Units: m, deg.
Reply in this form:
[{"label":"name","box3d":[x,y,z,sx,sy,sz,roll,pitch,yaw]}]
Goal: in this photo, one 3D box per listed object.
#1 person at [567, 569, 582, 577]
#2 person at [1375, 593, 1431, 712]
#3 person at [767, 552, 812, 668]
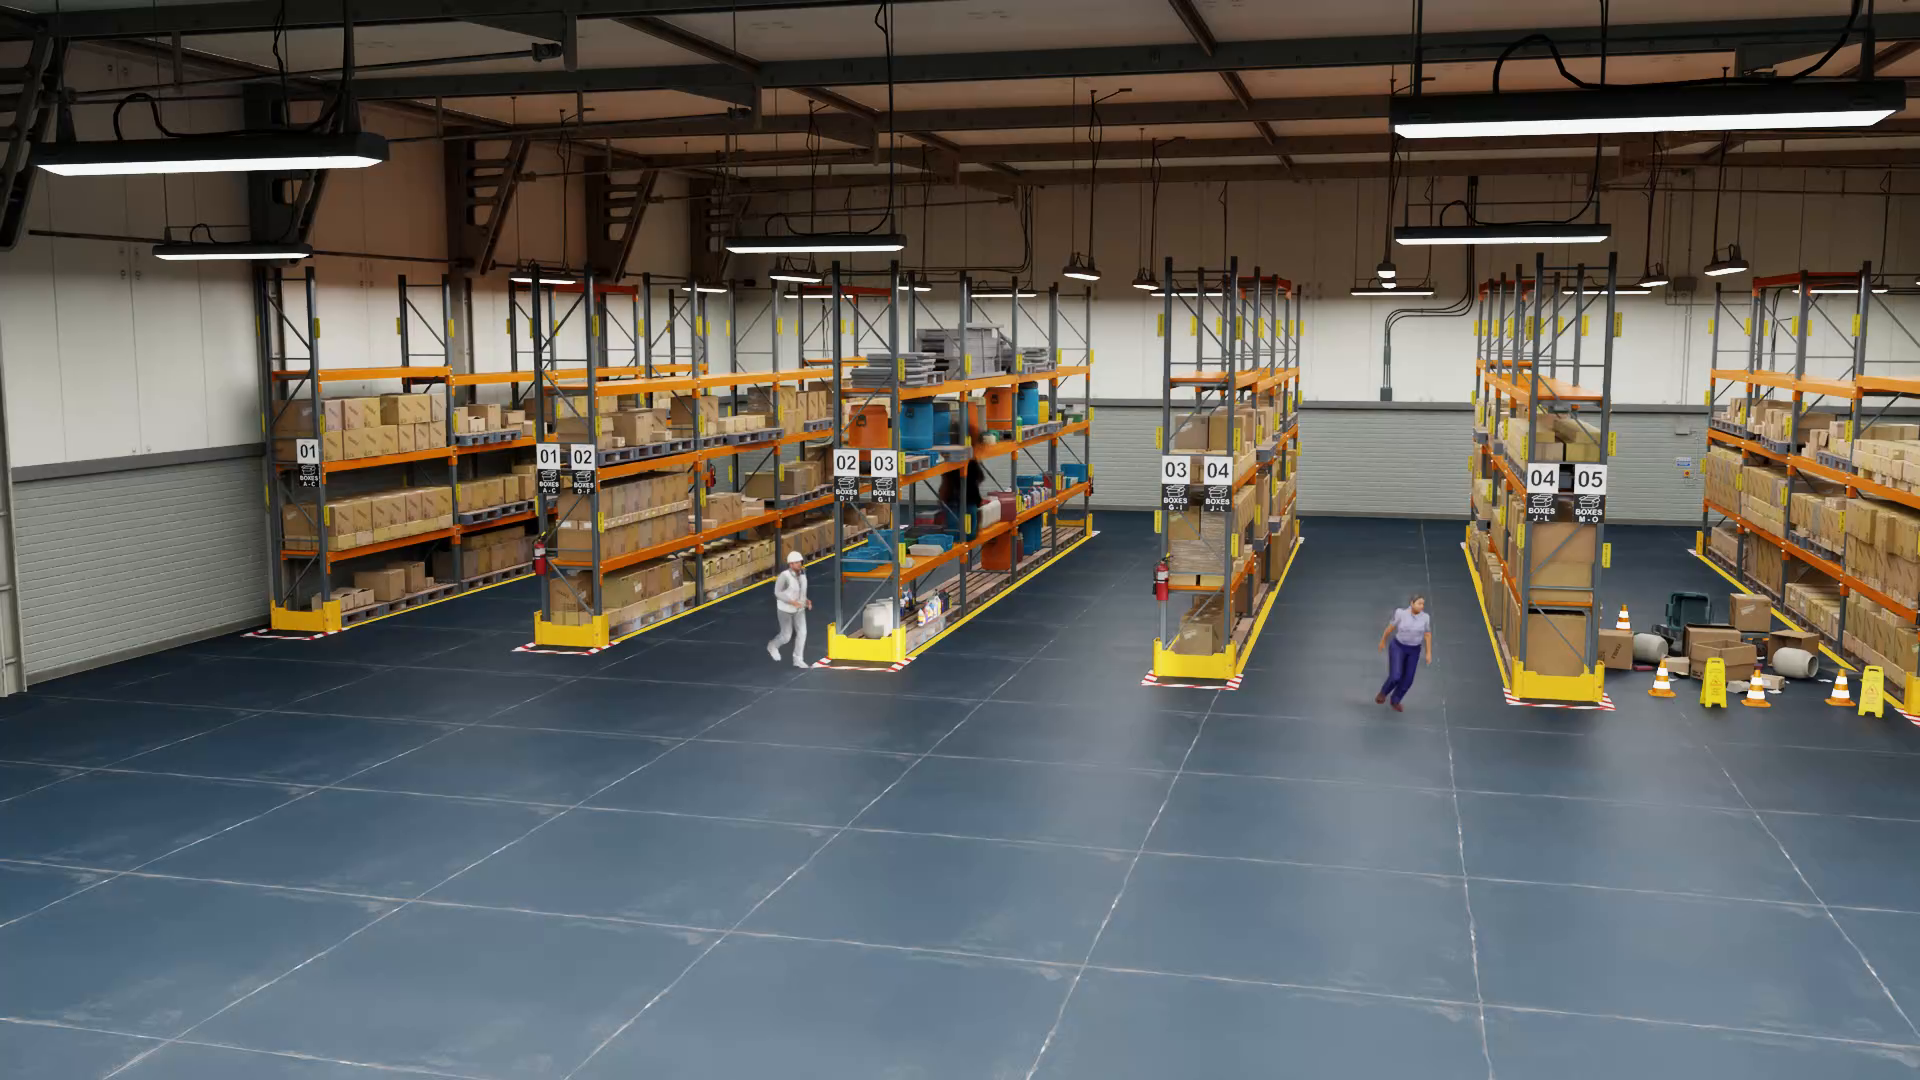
[{"label":"person","box3d":[-6.978,0.307,30.394,0.653,1.732,0.710,1,7,5]},{"label":"person","box3d":[5.823,1.466,21.802,0.638,1.607,0.553,-1,7,-9]},{"label":"person","box3d":[-2.560,1.018,24.749,0.650,1.740,0.859,-6,10,-41]}]
